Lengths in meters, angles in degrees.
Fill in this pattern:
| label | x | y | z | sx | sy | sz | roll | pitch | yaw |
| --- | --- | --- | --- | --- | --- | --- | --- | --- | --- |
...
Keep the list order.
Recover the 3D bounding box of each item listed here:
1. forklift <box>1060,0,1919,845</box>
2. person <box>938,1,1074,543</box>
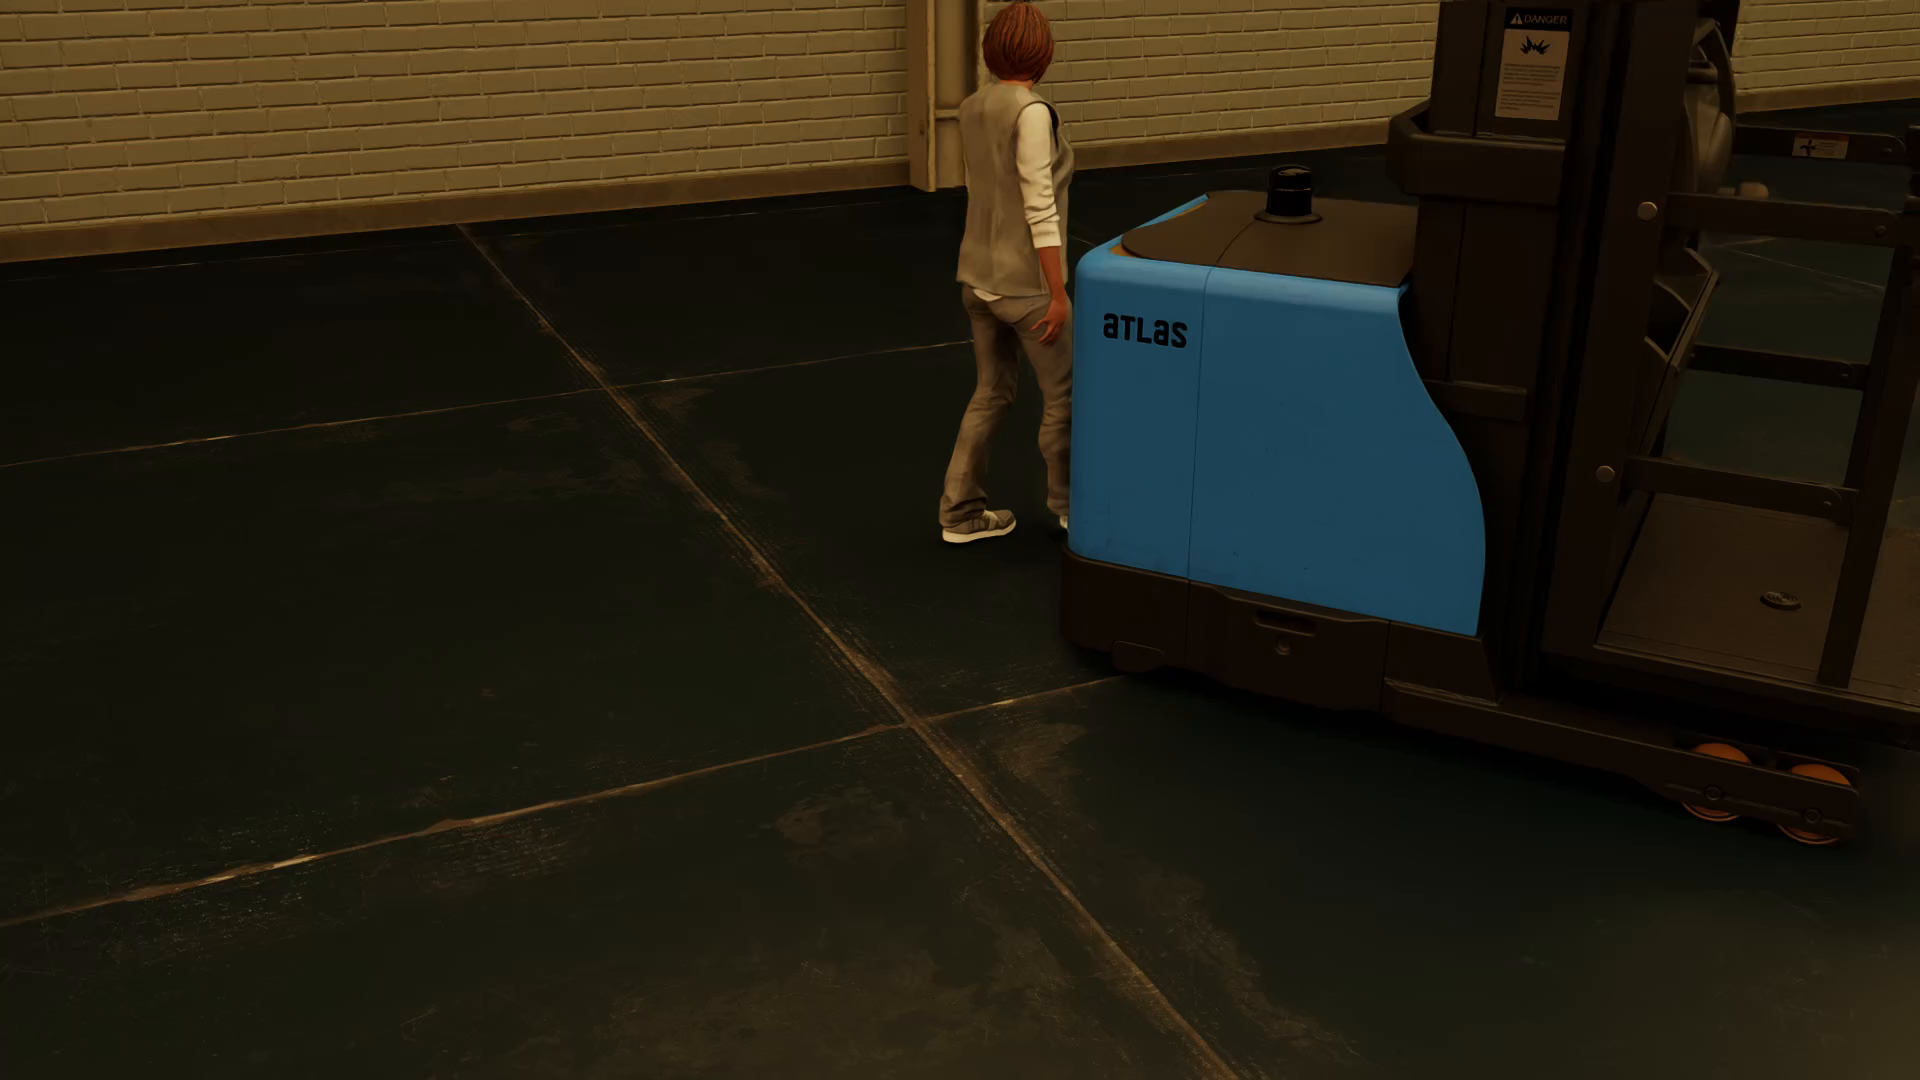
| label | x | y | z | sx | sy | sz | roll | pitch | yaw |
| --- | --- | --- | --- | --- | --- | --- | --- | --- | --- |
| forklift | 1.807 | -0.938 | 3.544 | 3.031 | 2.935 | 1.130 | 11 | 25 | 26 |
| person | 0.224 | -0.759 | 4.890 | 0.648 | 1.574 | 0.579 | -14 | 26 | -30 |
